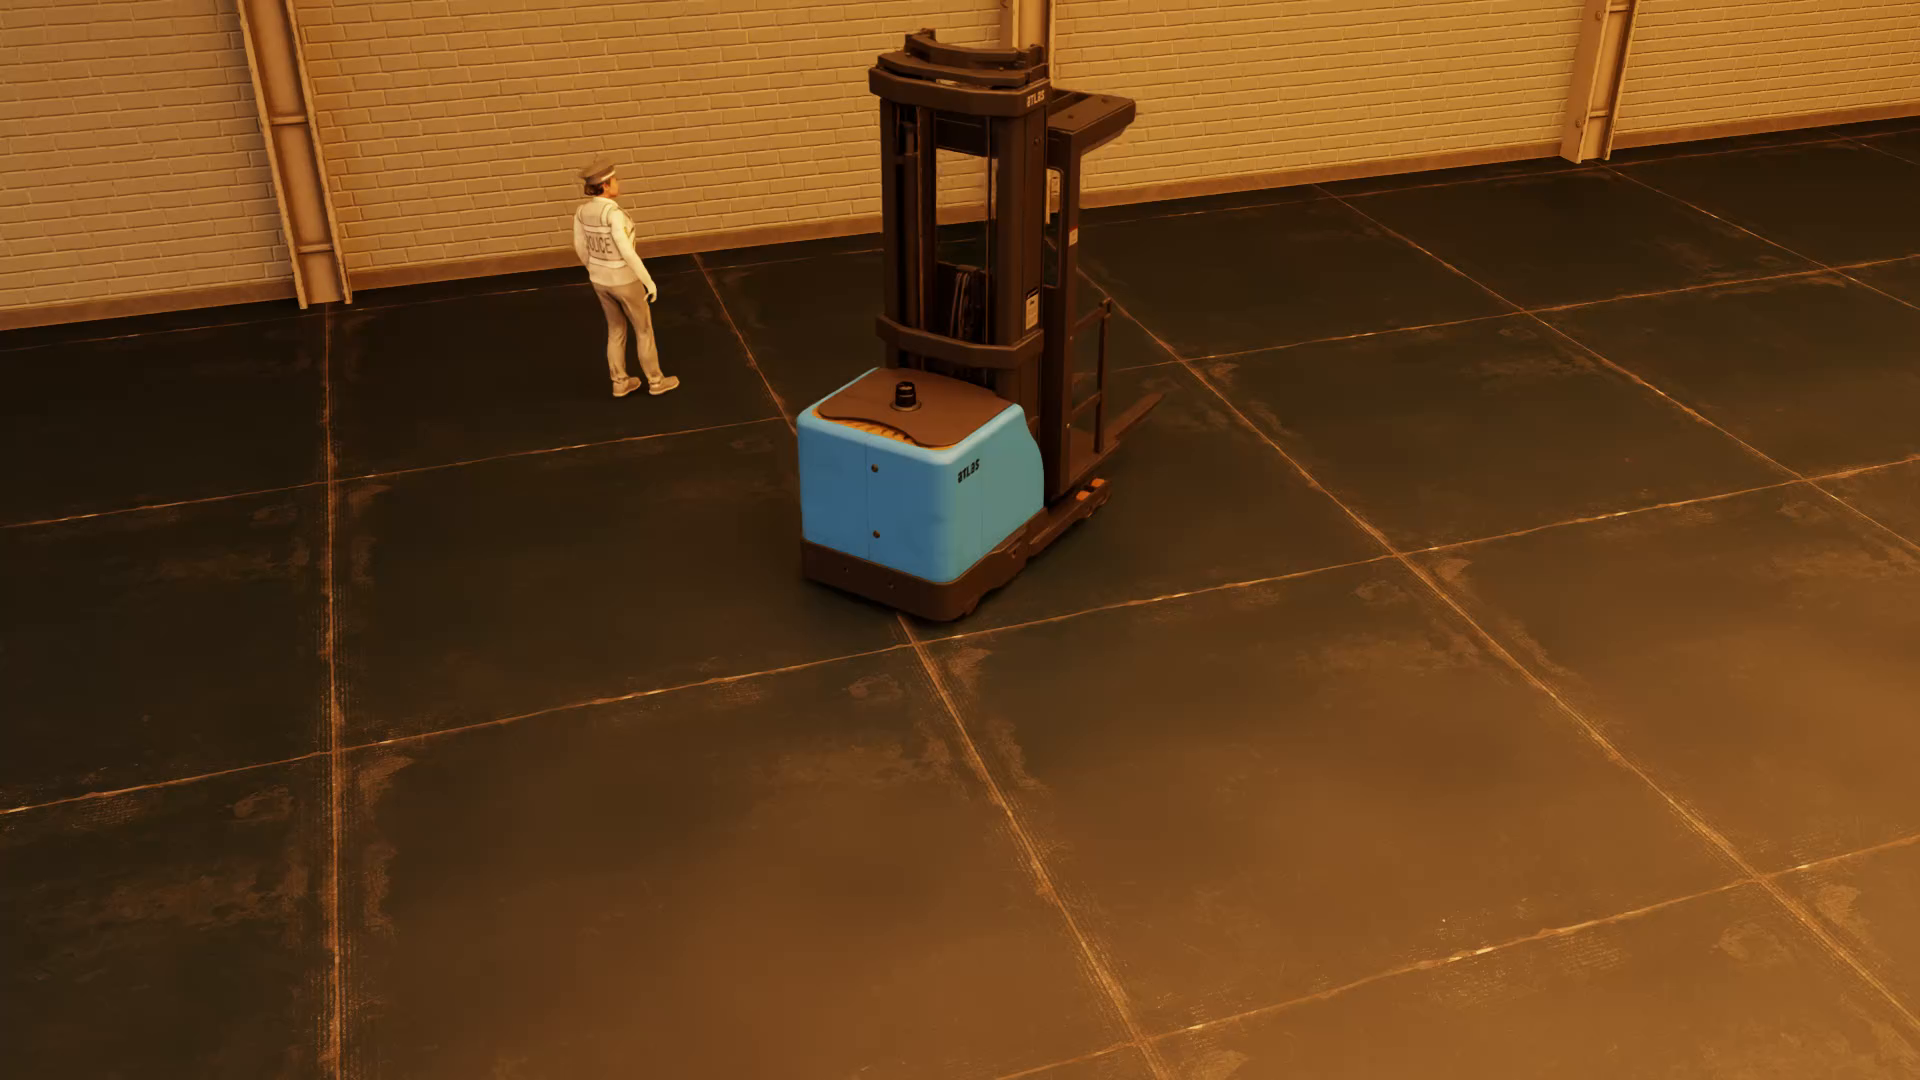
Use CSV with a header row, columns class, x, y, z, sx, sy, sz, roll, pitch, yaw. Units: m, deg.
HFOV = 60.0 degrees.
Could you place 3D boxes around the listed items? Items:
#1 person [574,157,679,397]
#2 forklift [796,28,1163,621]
class,x,y,z,sx,sy,sz,roll,pitch,yaw
person,-2.310,-1.810,11.487,0.635,1.685,0.482,18,34,28
forklift,0.295,-1.520,9.728,1.130,2.935,3.031,17,34,27
